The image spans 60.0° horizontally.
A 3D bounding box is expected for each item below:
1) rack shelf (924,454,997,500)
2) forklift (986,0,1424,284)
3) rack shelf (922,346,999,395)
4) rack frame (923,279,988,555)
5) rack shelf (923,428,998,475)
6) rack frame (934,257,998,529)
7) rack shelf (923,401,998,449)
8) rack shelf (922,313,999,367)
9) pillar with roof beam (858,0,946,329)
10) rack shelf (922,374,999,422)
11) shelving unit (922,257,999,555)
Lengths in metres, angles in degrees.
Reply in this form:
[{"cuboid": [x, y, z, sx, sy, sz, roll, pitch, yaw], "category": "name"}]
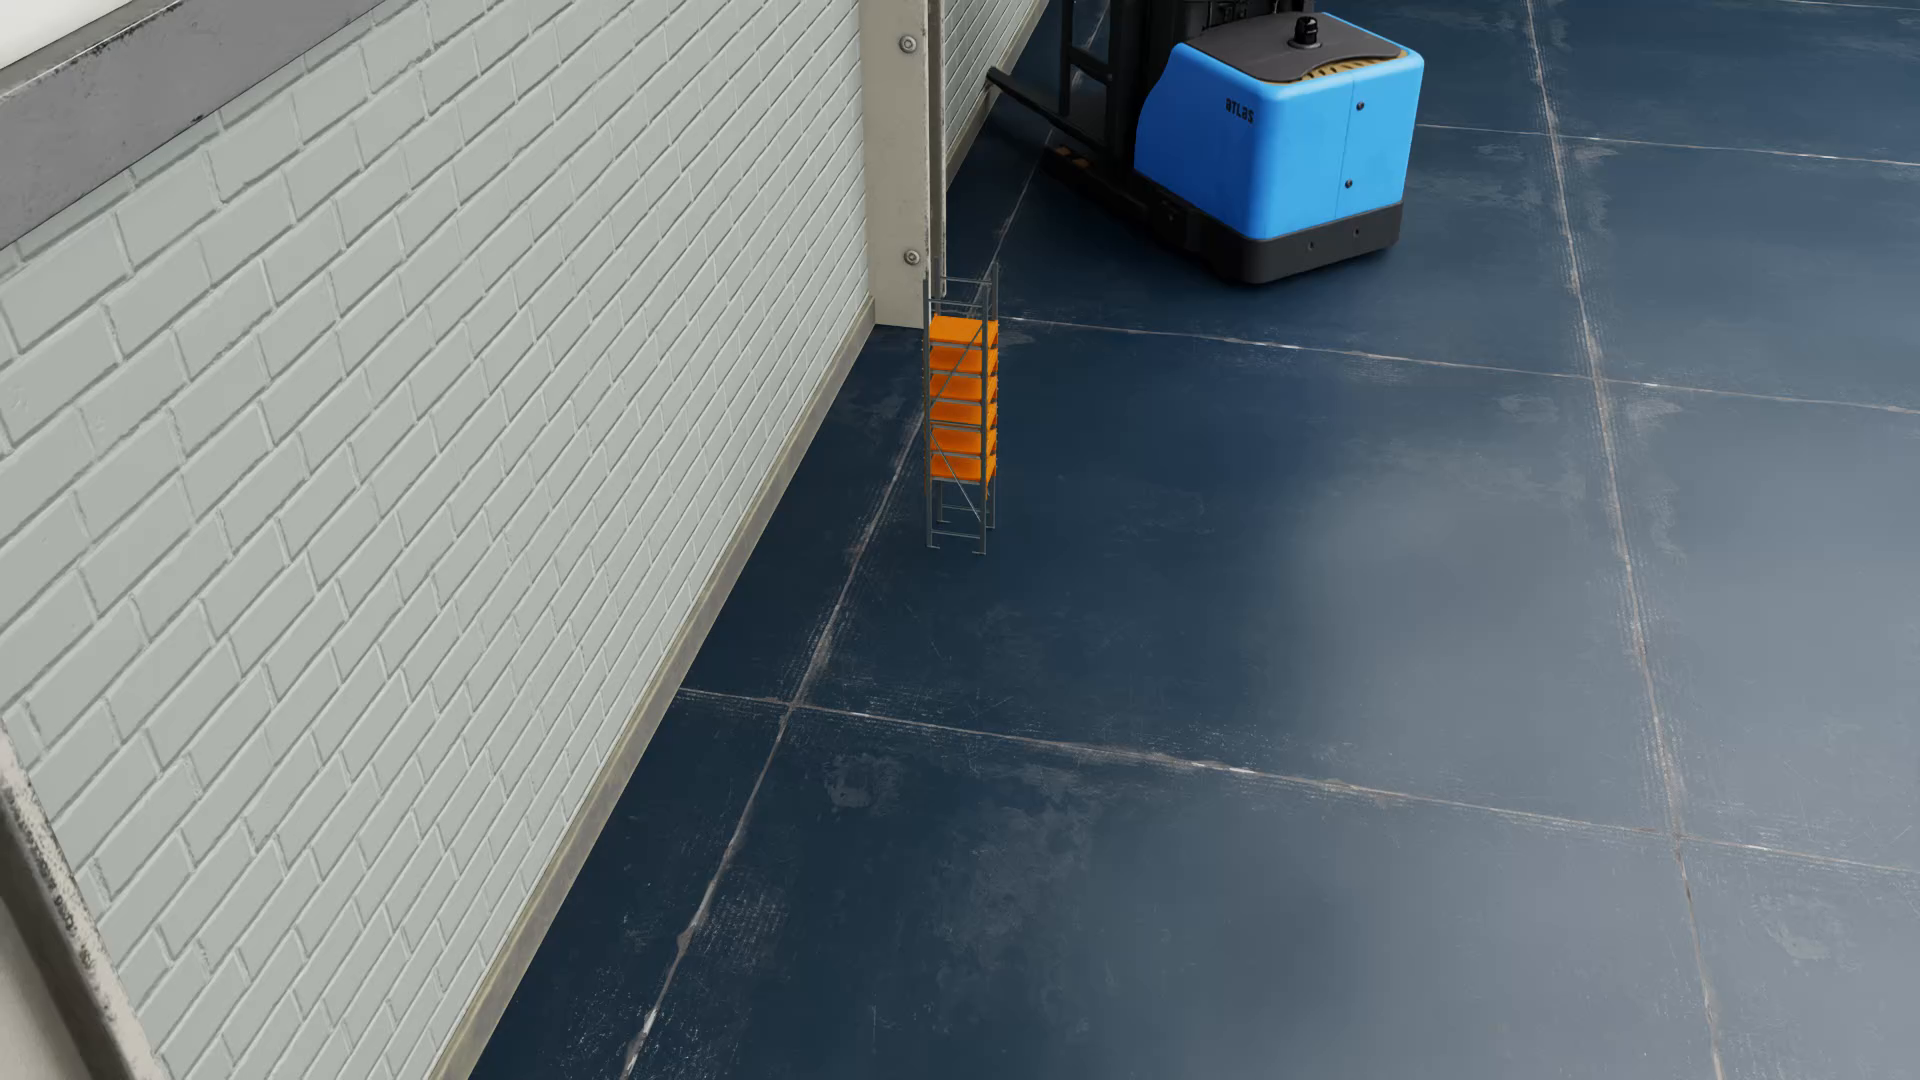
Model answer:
[{"cuboid": [0.003, -0.264, 6.576, 0.258, 0.103, 0.180, 7, 37, 10], "category": "rack shelf"}, {"cuboid": [1.151, -3.325, 8.839, 1.130, 2.935, 3.031, -19, 40, -24], "category": "forklift"}, {"cuboid": [0.003, -0.652, 6.295, 0.258, 0.103, 0.180, 7, 37, 10], "category": "rack shelf"}, {"cuboid": [-0.016, -0.442, 6.337, 0.240, 1.200, 0.006, 7, 37, 10], "category": "rack frame"}, {"cuboid": [0.003, -0.361, 6.506, 0.258, 0.103, 0.180, 7, 37, 10], "category": "rack shelf"}, {"cuboid": [0.023, -0.547, 6.482, 0.240, 1.200, 0.006, 7, 37, 10], "category": "rack frame"}, {"cuboid": [0.003, -0.458, 6.435, 0.258, 0.103, 0.180, 7, 37, 10], "category": "rack shelf"}, {"cuboid": [0.003, -0.750, 6.224, 0.258, 0.103, 0.180, 7, 37, 10], "category": "rack shelf"}, {"cuboid": [3.944, -4.275, 4.980, 9.100, 9.000, 0.400, 7, 37, 10], "category": "pillar with roof beam"}, {"cuboid": [0.003, -0.555, 6.365, 0.258, 0.103, 0.180, 7, 37, 10], "category": "rack shelf"}, {"cuboid": [0.003, -0.494, 6.409, 0.258, 1.200, 0.189, 7, 37, 10], "category": "shelving unit"}]
